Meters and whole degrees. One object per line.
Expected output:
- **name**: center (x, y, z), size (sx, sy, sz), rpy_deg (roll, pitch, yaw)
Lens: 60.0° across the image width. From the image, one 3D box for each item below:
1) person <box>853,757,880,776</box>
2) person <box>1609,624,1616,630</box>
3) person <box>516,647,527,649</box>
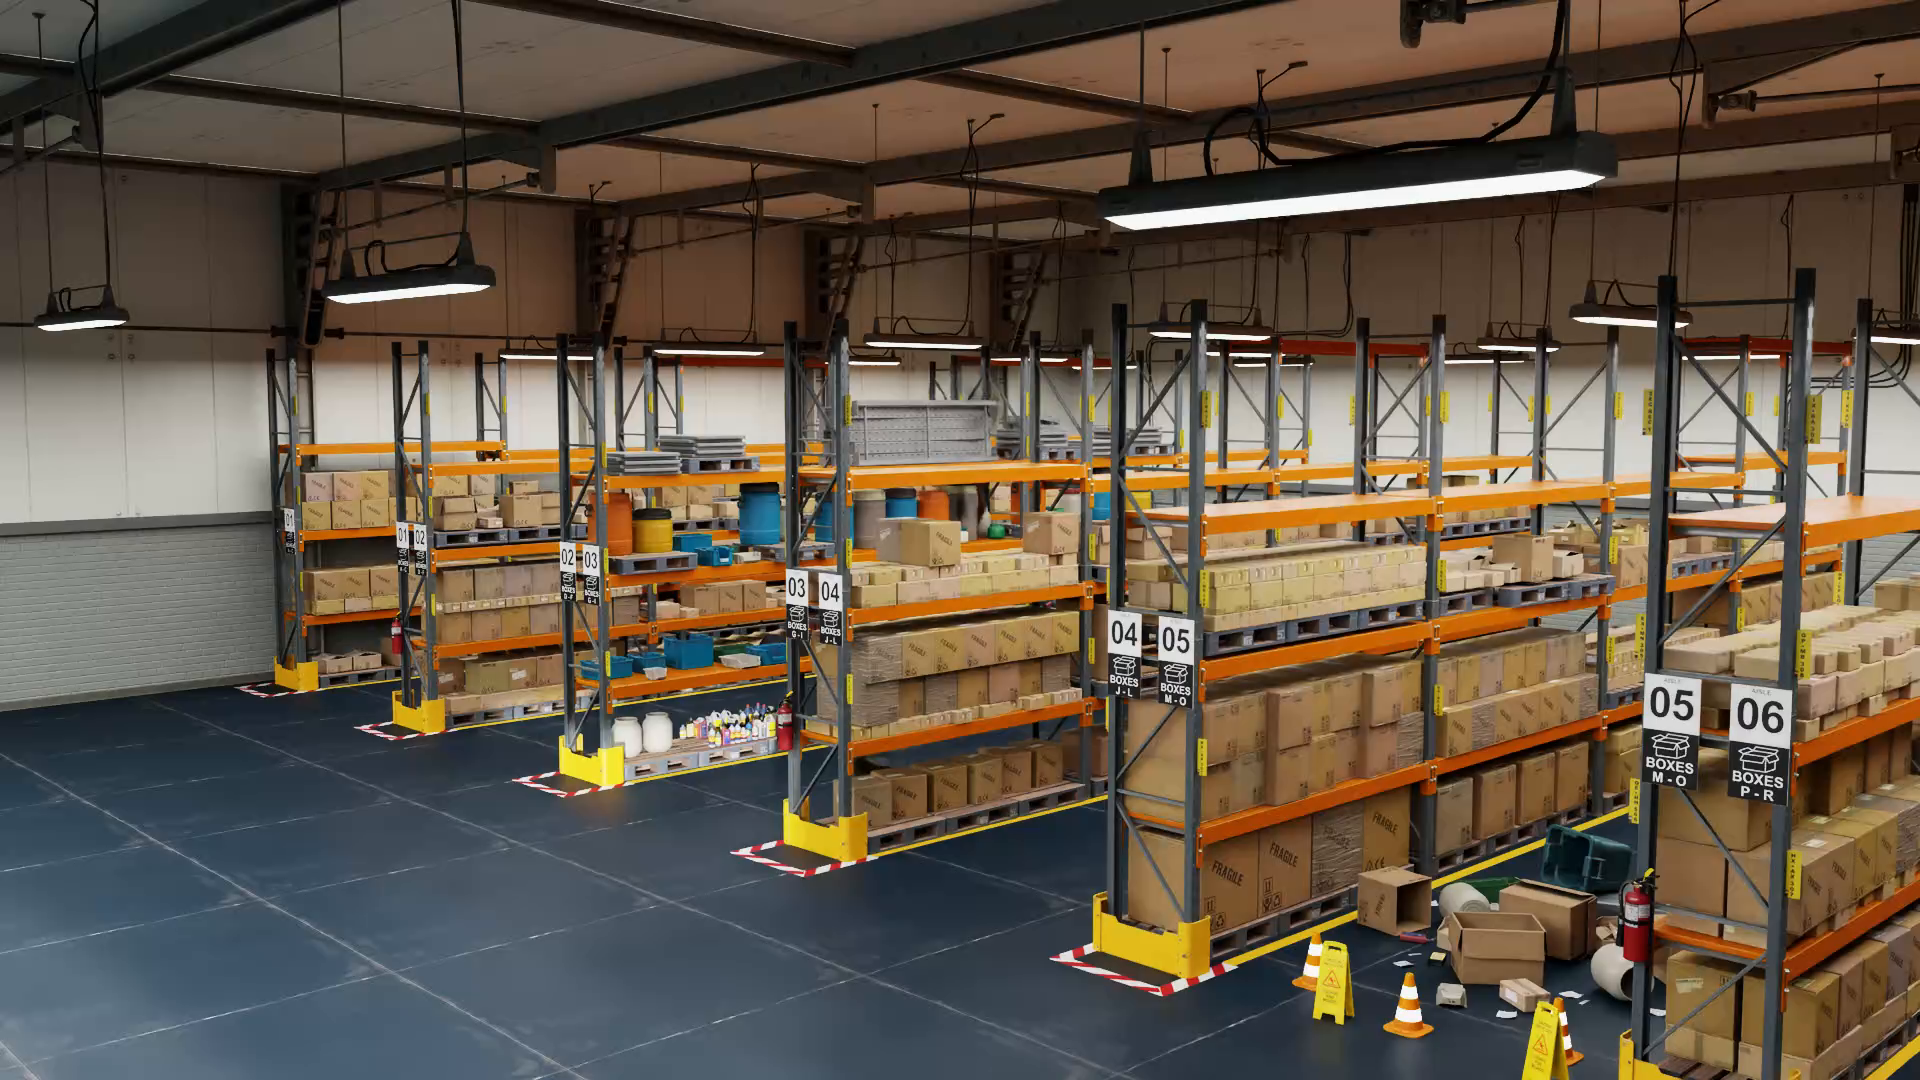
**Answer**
- **person**: center (-1.341, 2.441, 21.368), size (0.641, 1.738, 0.734), rpy_deg (-4, 7, -41)
- **person**: center (9.953, 2.130, 25.430), size (0.798, 1.754, 0.553), rpy_deg (-4, 6, -38)
- **person**: center (-7.697, 1.780, 29.277), size (0.640, 1.791, 0.755), rpy_deg (4, 6, 37)
